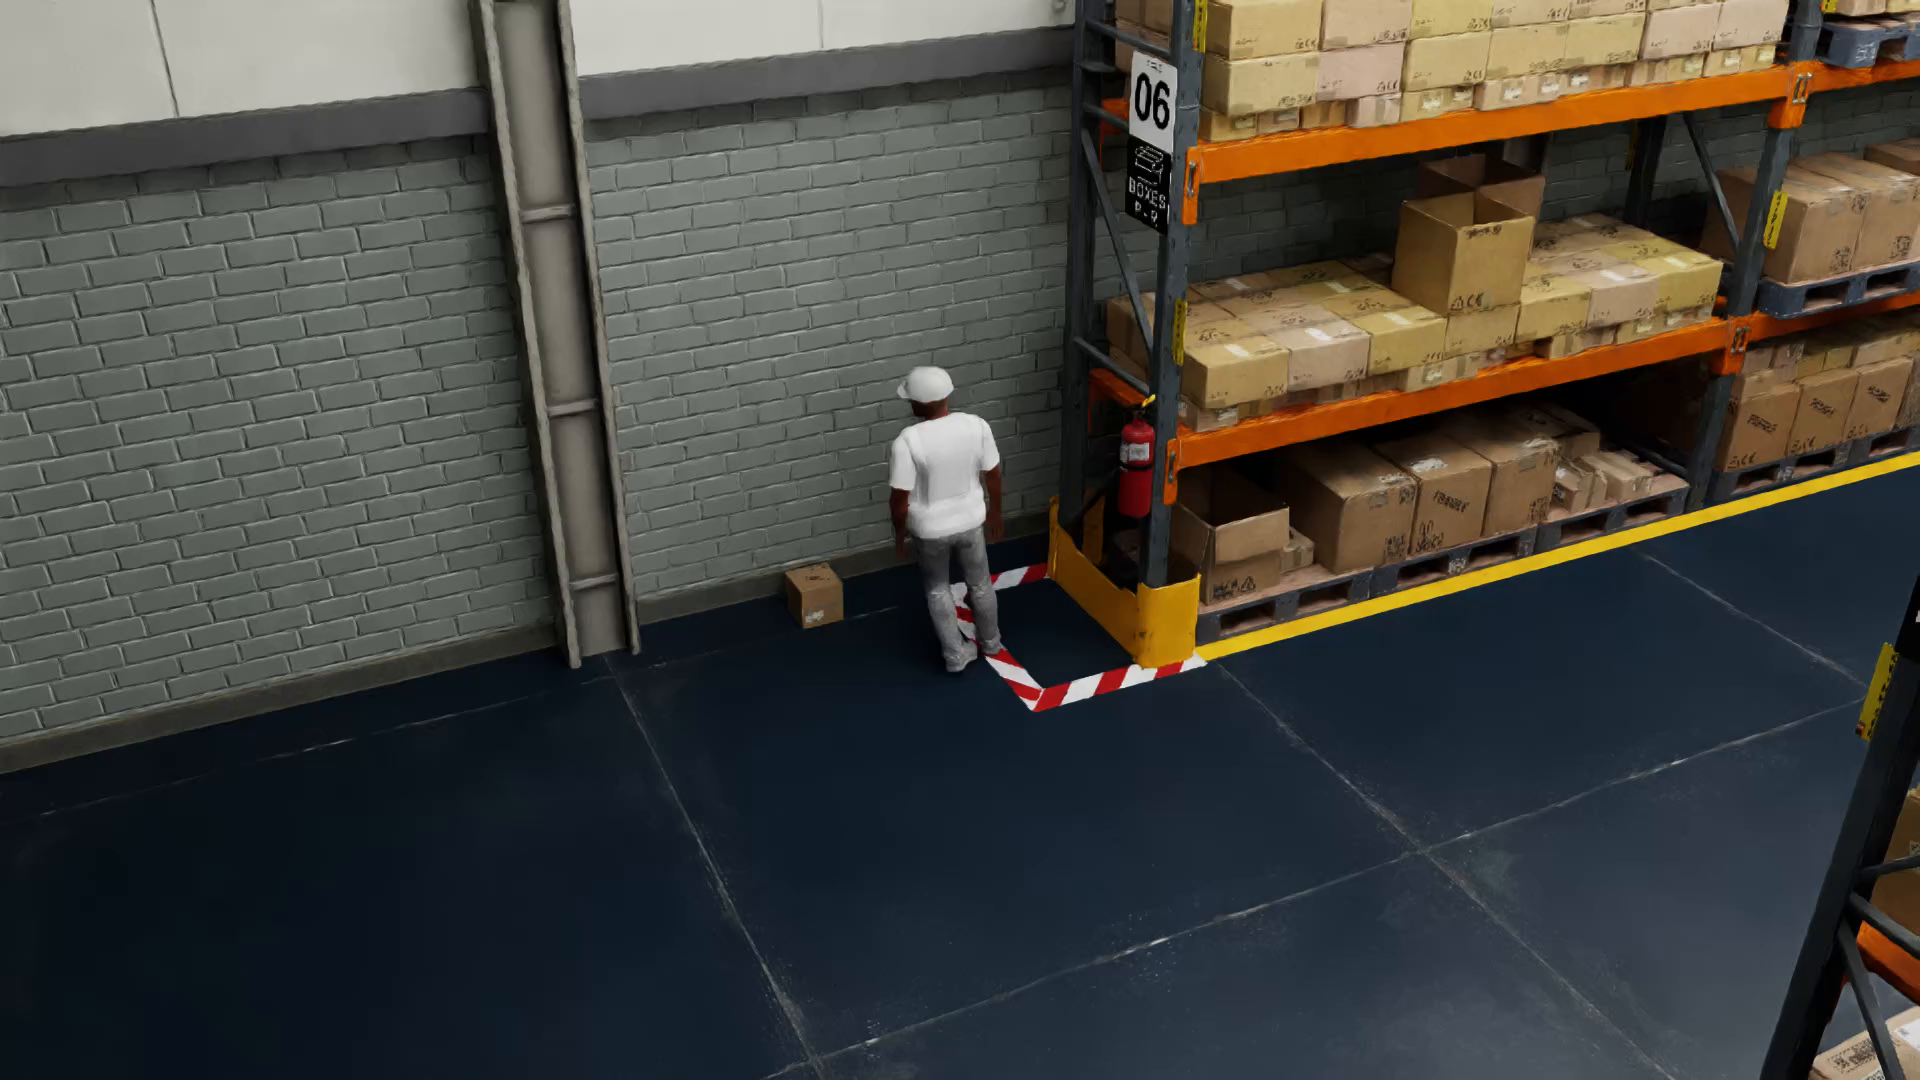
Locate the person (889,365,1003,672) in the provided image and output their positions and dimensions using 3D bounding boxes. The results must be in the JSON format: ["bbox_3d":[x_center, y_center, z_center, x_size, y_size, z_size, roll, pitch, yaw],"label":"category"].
[{"bbox_3d":[-0.071,-0.125,8.650,0.675,1.752,0.463,-9,31,-16],"label":"person"}]
